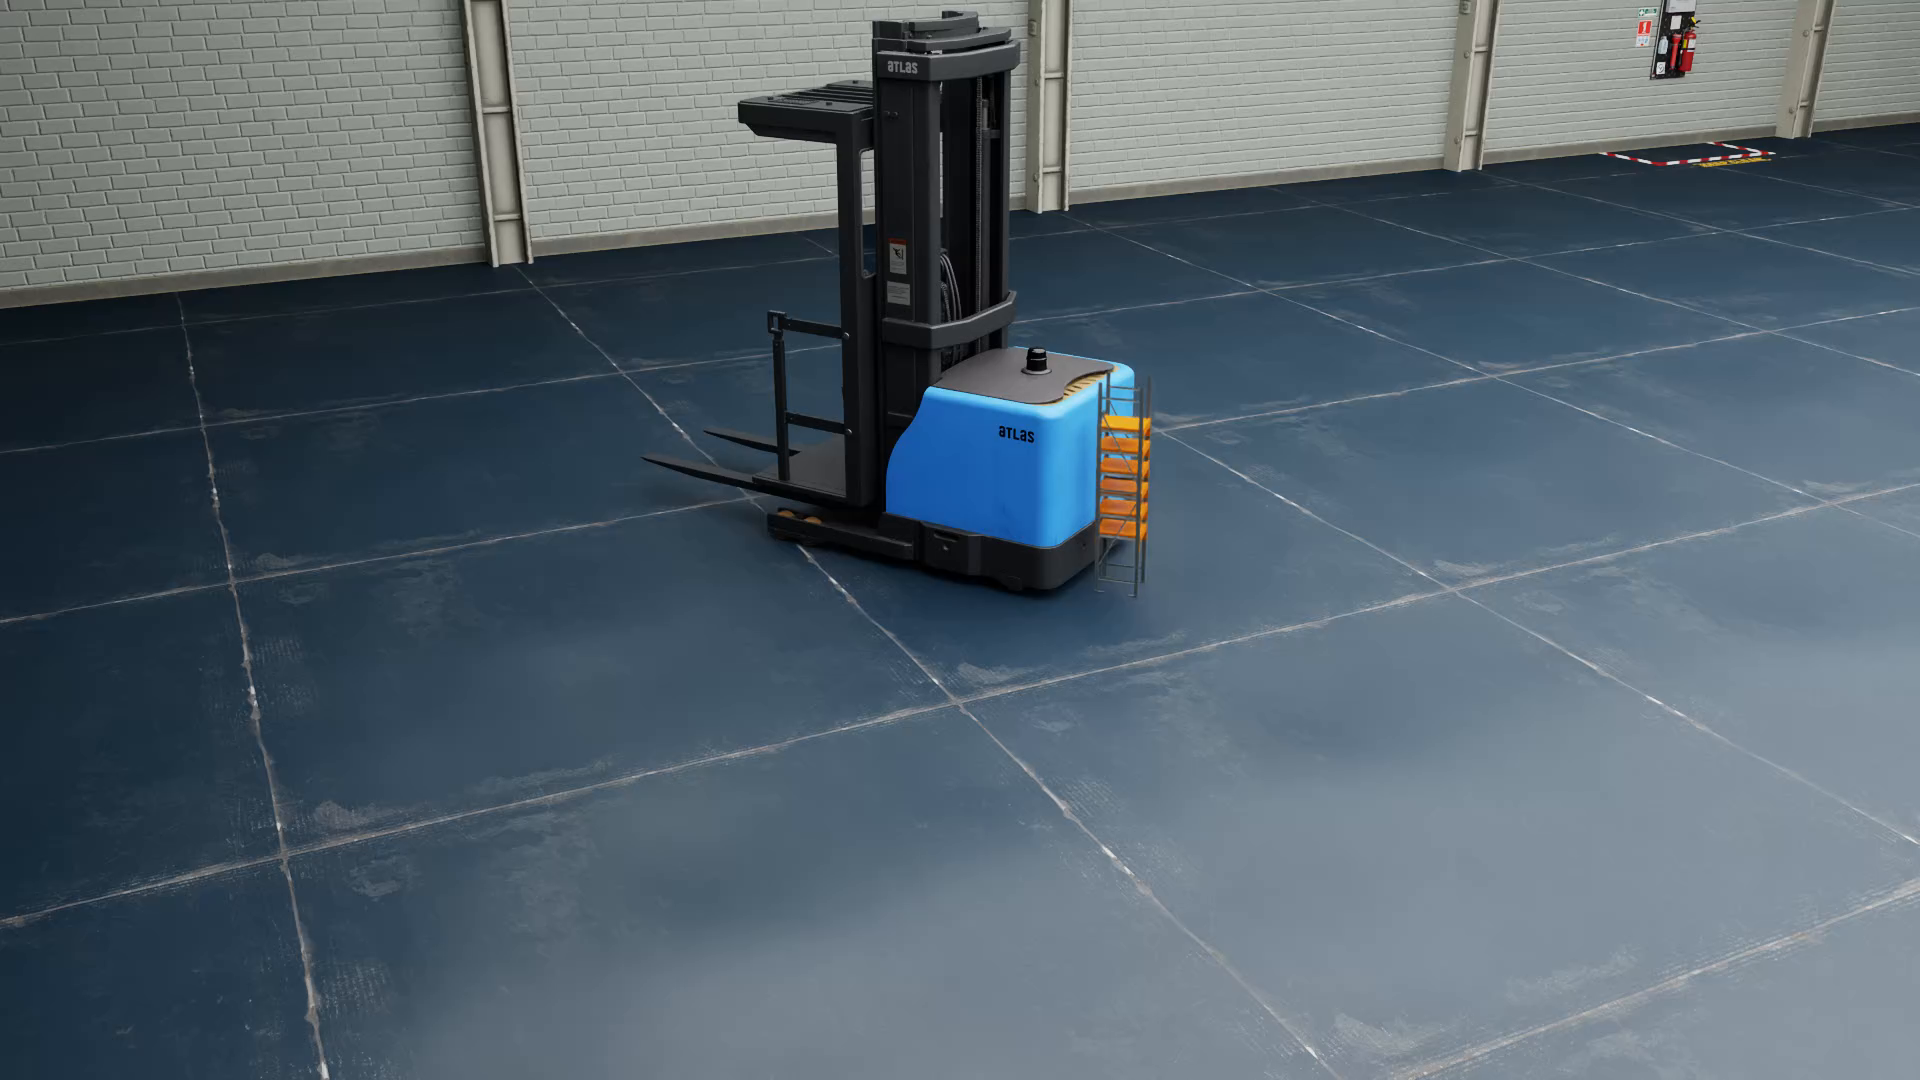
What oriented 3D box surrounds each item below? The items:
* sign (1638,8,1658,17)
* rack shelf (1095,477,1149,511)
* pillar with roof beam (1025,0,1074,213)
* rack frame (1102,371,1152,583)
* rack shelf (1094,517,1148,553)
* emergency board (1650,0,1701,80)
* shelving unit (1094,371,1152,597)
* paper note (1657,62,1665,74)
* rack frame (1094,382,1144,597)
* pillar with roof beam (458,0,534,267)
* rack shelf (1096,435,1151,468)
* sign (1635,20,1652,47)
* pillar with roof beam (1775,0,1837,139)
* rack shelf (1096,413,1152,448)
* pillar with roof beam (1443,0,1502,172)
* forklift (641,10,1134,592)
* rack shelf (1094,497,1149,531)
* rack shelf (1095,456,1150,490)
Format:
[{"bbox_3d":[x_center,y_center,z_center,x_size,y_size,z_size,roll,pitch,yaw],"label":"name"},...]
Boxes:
[{"bbox_3d":[9.014,-6.915,21.793,0.331,0.109,0.001,-10,25,-24],"label":"sign"},{"bbox_3d":[0.867,-0.248,8.887,0.258,0.103,0.180,7,25,17],"label":"rack shelf"},{"bbox_3d":[2.847,-6.406,13.461,0.400,9.000,9.100,-10,25,-24],"label":"pillar with roof beam"},{"bbox_3d":[0.894,-0.324,8.948,0.240,1.200,0.006,7,25,17],"label":"rack frame"},{"bbox_3d":[0.871,-0.029,8.985,0.258,0.103,0.180,7,25,17],"label":"rack shelf"},{"bbox_3d":[9.549,-6.712,22.042,0.643,1.169,0.194,-10,25,-24],"label":"emergency board"},{"bbox_3d":[0.866,-0.288,8.869,0.258,1.200,0.189,7,25,17],"label":"shelving unit"},{"bbox_3d":[9.360,-6.299,22.197,0.142,0.148,0.016,-10,25,-24],"label":"paper note"},{"bbox_3d":[0.838,-0.253,8.790,0.240,1.200,0.006,7,25,17],"label":"rack frame"},{"bbox_3d":[-2.560,-5.411,11.056,0.400,9.000,9.100,-10,25,-24],"label":"pillar with roof beam"},{"bbox_3d":[0.863,-0.467,8.789,0.258,0.103,0.180,7,25,17],"label":"rack shelf"},{"bbox_3d":[9.006,-6.672,21.900,0.234,0.329,0.001,-10,25,-24],"label":"sign"},{"bbox_3d":[13.659,-8.397,18.269,0.400,9.000,9.100,-10,25,-24],"label":"pillar with roof beam"},{"bbox_3d":[0.862,-0.577,8.740,0.258,0.103,0.180,7,25,17],"label":"rack shelf"},{"bbox_3d":[8.253,-7.401,15.865,0.400,9.000,9.100,-10,25,-24],"label":"pillar with roof beam"},{"bbox_3d":[-0.536,-1.479,9.490,3.031,2.935,1.130,13,26,29],"label":"forklift"},{"bbox_3d":[0.869,-0.138,8.936,0.258,0.103,0.180,7,25,17],"label":"rack shelf"},{"bbox_3d":[0.865,-0.357,8.838,0.258,0.103,0.180,7,25,17],"label":"rack shelf"}]
